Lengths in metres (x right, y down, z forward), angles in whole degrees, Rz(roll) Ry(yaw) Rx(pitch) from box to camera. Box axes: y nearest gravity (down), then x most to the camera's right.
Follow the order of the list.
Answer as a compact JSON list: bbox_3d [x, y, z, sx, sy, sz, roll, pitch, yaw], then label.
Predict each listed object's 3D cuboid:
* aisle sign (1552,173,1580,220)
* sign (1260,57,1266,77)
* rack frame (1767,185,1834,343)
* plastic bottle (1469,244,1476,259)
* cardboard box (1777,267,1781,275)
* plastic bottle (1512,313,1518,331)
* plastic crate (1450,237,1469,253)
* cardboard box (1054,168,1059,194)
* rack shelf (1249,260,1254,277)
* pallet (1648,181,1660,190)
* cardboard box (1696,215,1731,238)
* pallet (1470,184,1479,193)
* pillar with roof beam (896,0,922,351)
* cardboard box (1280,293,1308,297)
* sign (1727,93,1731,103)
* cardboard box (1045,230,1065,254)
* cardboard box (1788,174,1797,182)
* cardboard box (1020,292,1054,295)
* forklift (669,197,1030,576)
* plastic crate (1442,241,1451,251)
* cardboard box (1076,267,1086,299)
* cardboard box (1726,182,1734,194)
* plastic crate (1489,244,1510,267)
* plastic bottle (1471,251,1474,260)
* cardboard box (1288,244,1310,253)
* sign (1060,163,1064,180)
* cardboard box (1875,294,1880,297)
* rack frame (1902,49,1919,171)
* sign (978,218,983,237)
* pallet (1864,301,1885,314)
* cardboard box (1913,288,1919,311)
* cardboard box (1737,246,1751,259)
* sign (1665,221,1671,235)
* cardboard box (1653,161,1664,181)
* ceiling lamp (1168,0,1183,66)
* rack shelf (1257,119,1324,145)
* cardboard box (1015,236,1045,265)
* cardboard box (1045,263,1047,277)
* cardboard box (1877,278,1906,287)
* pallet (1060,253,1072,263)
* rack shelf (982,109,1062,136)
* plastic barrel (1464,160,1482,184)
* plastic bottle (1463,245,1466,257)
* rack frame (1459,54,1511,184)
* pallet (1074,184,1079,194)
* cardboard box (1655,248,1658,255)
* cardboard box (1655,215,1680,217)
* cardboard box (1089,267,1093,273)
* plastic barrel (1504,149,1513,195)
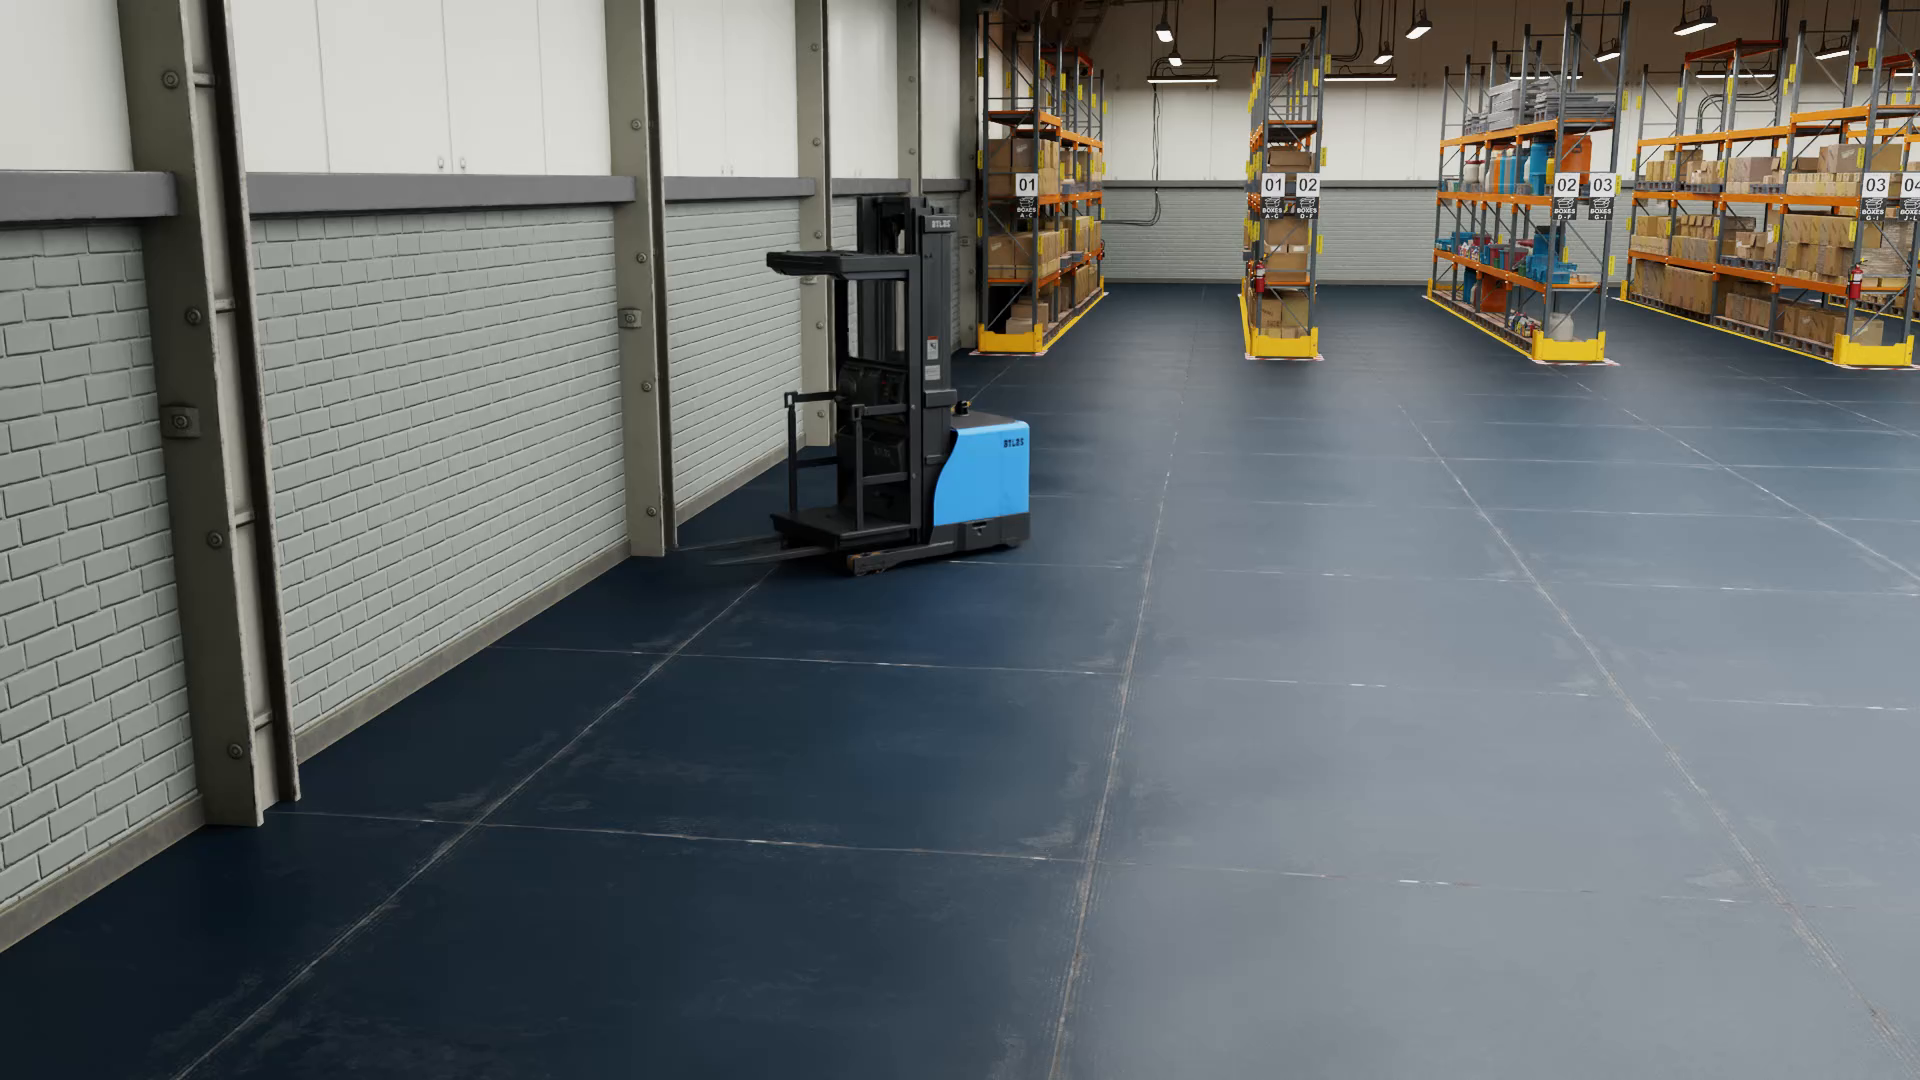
[{"bbox_3d":[10.400,-5.891,28.538,0.394,0.787,0.004,2,12,9],"label":"aisle sign"},{"bbox_3d":[5.277,-8.235,28.942,0.100,0.325,0.005,2,12,9],"label":"sign"},{"bbox_3d":[16.214,-5.298,31.956,1.000,3.000,0.127,2,12,9],"label":"rack frame"},{"bbox_3d":[11.817,-6.635,38.276,0.144,0.351,0.185,2,12,9],"label":"plastic bottle"},{"bbox_3d":[15.884,-5.140,31.820,0.380,0.149,0.250,2,12,9],"label":"cardboard box"},{"bbox_3d":[10.786,-4.224,32.216,0.144,0.351,0.185,2,12,10],"label":"plastic bottle"},{"bbox_3d":[12.285,-7.253,40.926,0.392,0.384,0.575,2,12,9],"label":"plastic crate"},{"bbox_3d":[1.697,-7.191,33.334,0.500,0.500,0.500,2,12,10],"label":"cardboard box"},{"bbox_3d":[6.734,-5.684,35.457,1.077,0.370,4.000,2,12,9],"label":"rack shelf"},{"bbox_3d":[17.770,-8.809,41.341,1.003,0.211,1.213,2,12,9],"label":"pallet"},{"bbox_3d":[17.157,-7.097,37.685,0.797,0.503,0.637,2,12,10],"label":"cardboard box"},{"bbox_3d":[12.355,-8.095,38.264,1.003,0.211,1.213,2,12,9],"label":"pallet"},{"bbox_3d":[3.499,-6.665,24.058,9.100,9.000,0.400,2,12,9],"label":"pillar with roof beam"},{"bbox_3d":[6.346,-4.431,31.685,0.500,0.500,0.500,2,12,9],"label":"cardboard box"},{"bbox_3d":[17.982,-10.376,38.875,0.100,0.325,0.005,2,12,9],"label":"sign"},{"bbox_3d":[1.914,-6.518,36.335,0.700,0.500,0.500,2,12,9],"label":"cardboard box"},{"bbox_3d":[15.859,-6.828,31.346,0.380,0.149,0.250,2,12,7],"label":"cardboard box"},{"bbox_3d":[1.657,-5.035,35.627,0.700,0.500,0.500,2,12,8],"label":"cardboard box"},{"bbox_3d":[-0.883,-1.273,13.442,3.031,2.935,1.130,-9,15,-36],"label":"forklift"},{"bbox_3d":[12.554,-7.526,42.552,0.416,0.233,0.300,2,12,9],"label":"plastic crate"},{"bbox_3d":[2.656,-6.274,40.593,0.750,0.750,0.750,2,12,10],"label":"cardboard box"},{"bbox_3d":[16.505,-7.434,35.104,0.500,0.250,0.500,2,12,10],"label":"cardboard box"},{"bbox_3d":[11.384,-5.996,35.043,0.402,0.464,0.583,2,12,9],"label":"plastic crate"},{"bbox_3d":[11.752,-6.505,38.030,0.097,0.201,0.097,0,12,0],"label":"plastic bottle"},{"bbox_3d":[6.084,-5.228,29.853,0.380,0.149,0.250,2,12,8],"label":"cardboard box"},{"bbox_3d":[2.068,-7.482,33.746,0.100,0.325,0.005,2,12,9],"label":"sign"},{"bbox_3d":[22.093,-5.871,39.680,0.380,0.149,0.250,1,12,6],"label":"cardboard box"},{"bbox_3d":[22.330,-9.714,38.208,1.000,3.000,0.127,2,12,9],"label":"rack frame"},{"bbox_3d":[0.370,-5.689,30.274,0.100,0.325,0.005,2,12,9],"label":"sign"},{"bbox_3d":[22.398,-5.559,39.788,1.003,0.211,1.213,2,12,9],"label":"pallet"},{"bbox_3d":[21.807,-5.400,37.366,0.500,0.500,0.500,2,12,10],"label":"cardboard box"},{"bbox_3d":[16.344,-5.921,34.207,0.500,0.250,0.500,2,12,7],"label":"cardboard box"},{"bbox_3d":[16.896,-7.443,39.666,0.100,0.325,0.005,2,12,9],"label":"sign"},{"bbox_3d":[17.795,-9.233,41.623,0.700,0.500,0.500,1,12,5],"label":"cardboard box"},{"bbox_3d":[5.405,-12.966,39.443,0.800,3.185,2.000,2,12,9],"label":"ceiling lamp"},{"bbox_3d":[6.118,-7.589,31.003,1.077,0.370,4.000,2,12,9],"label":"rack shelf"},{"bbox_3d":[1.286,-5.339,30.677,0.500,0.500,0.500,2,12,9],"label":"cardboard box"},{"bbox_3d":[1.370,-5.083,31.268,0.500,0.250,0.500,1,12,7],"label":"cardboard box"},{"bbox_3d":[15.878,-4.394,28.358,0.380,0.149,0.250,2,12,9],"label":"cardboard box"},{"bbox_3d":[1.882,-6.105,36.156,1.003,0.211,1.213,2,12,9],"label":"pallet"},{"bbox_3d":[1.223,-7.942,31.702,1.077,0.370,4.000,2,12,9],"label":"rack shelf"},{"bbox_3d":[12.222,-8.760,39.583,0.433,0.535,0.433,0,12,0],"label":"plastic barrel"},{"bbox_3d":[11.936,-6.819,39.292,0.061,0.283,0.133,2,12,9],"label":"plastic bottle"},{"bbox_3d":[12.550,-10.056,39.796,1.000,3.000,0.127,2,12,9],"label":"rack frame"},{"bbox_3d":[1.887,-7.495,35.477,1.213,0.211,1.003,2,12,9],"label":"pallet"},{"bbox_3d":[17.286,-7.075,40.799,0.380,0.149,0.250,2,12,10],"label":"cardboard box"},{"bbox_3d":[18.244,-8.125,42.943,0.500,0.500,0.500,2,12,9],"label":"cardboard box"},{"bbox_3d":[3.290,-7.071,43.583,0.380,0.149,0.250,2,12,7],"label":"cardboard box"},{"bbox_3d":[11.284,-7.419,33.488,0.600,0.901,0.600,0,12,0],"label":"plastic barrel"}]
